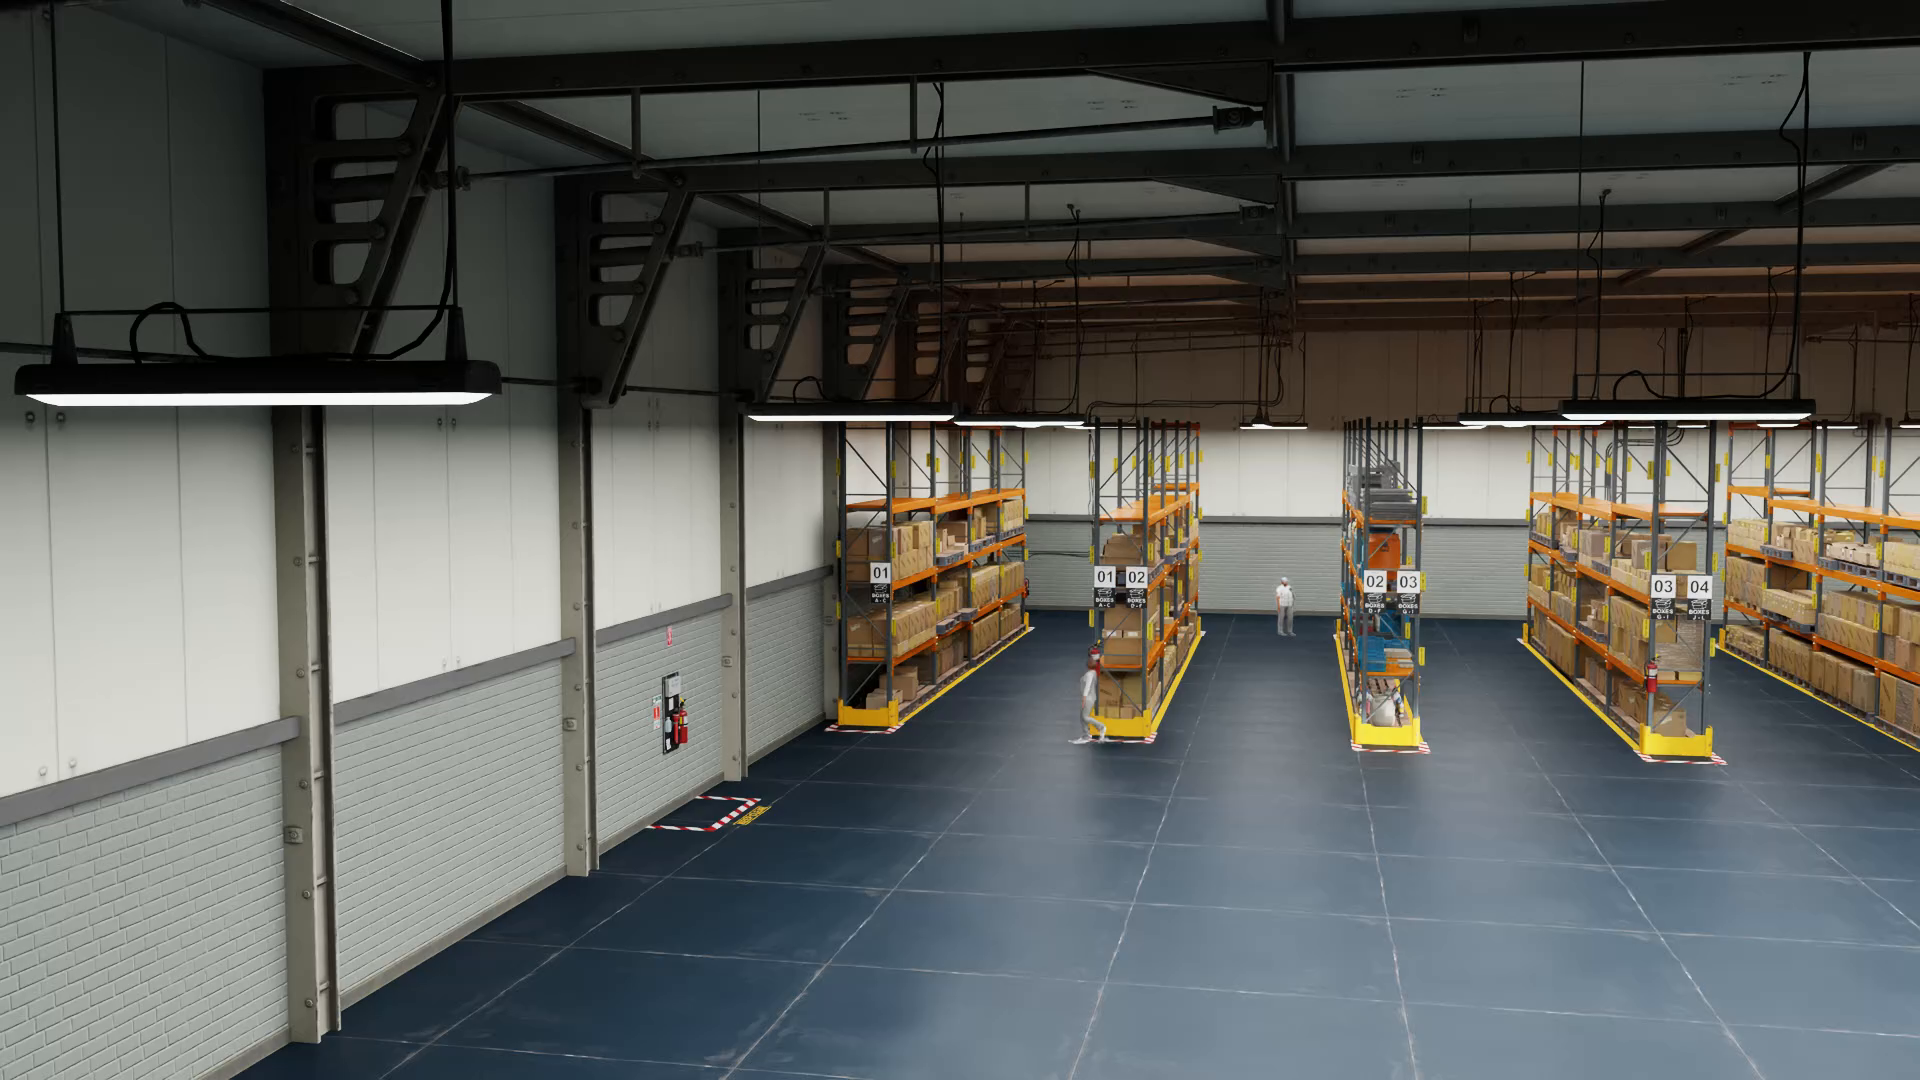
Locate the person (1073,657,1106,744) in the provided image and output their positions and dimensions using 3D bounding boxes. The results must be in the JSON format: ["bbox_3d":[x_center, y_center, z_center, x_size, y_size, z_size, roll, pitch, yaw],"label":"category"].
[{"bbox_3d":[2.369,2.944,30.506,0.581,1.589,0.380,-1,4,-16],"label":"person"}]

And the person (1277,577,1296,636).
[{"bbox_3d":[9.174,1.871,46.789,0.552,1.680,0.404,-1,4,-14],"label":"person"}]
